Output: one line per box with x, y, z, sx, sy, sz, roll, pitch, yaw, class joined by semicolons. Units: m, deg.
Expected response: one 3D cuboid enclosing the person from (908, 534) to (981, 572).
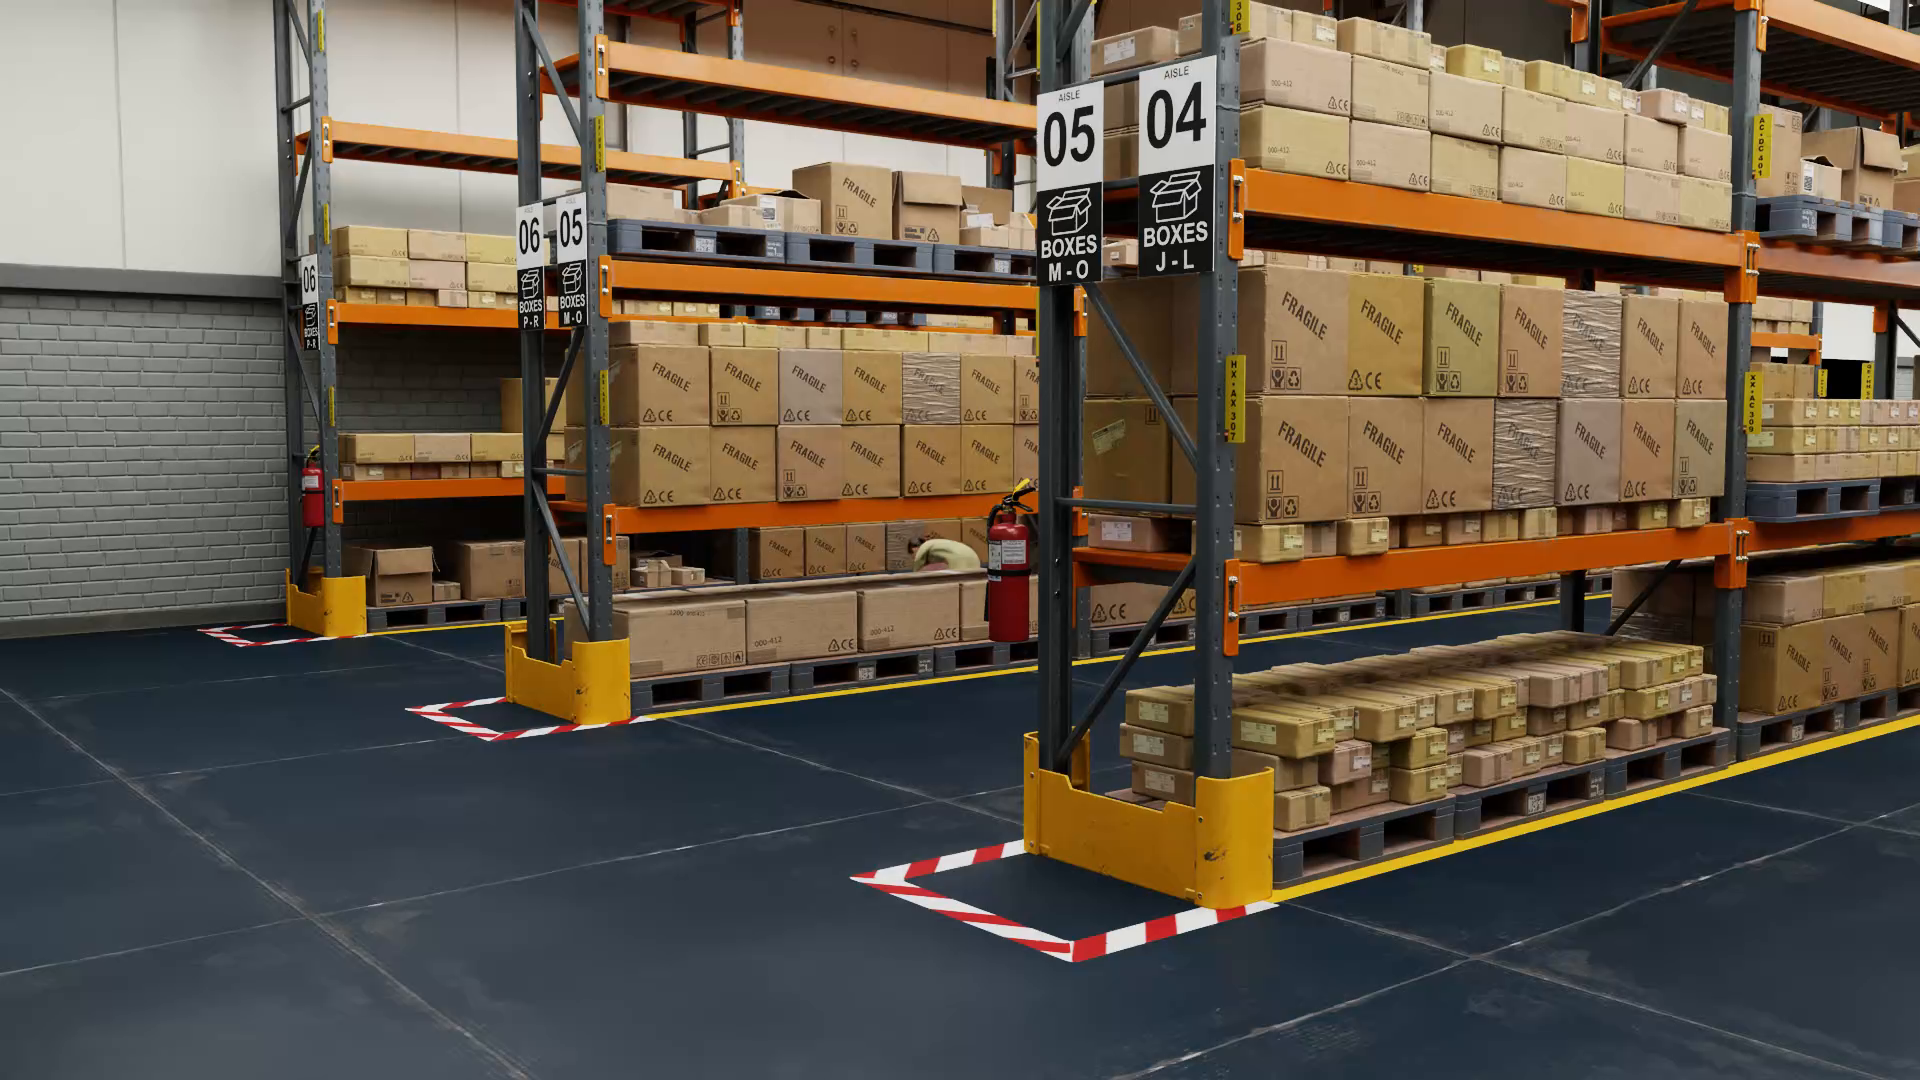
-0.177;0.330;15.612;0.452;0.767;0.858;-4;6;-40;person
